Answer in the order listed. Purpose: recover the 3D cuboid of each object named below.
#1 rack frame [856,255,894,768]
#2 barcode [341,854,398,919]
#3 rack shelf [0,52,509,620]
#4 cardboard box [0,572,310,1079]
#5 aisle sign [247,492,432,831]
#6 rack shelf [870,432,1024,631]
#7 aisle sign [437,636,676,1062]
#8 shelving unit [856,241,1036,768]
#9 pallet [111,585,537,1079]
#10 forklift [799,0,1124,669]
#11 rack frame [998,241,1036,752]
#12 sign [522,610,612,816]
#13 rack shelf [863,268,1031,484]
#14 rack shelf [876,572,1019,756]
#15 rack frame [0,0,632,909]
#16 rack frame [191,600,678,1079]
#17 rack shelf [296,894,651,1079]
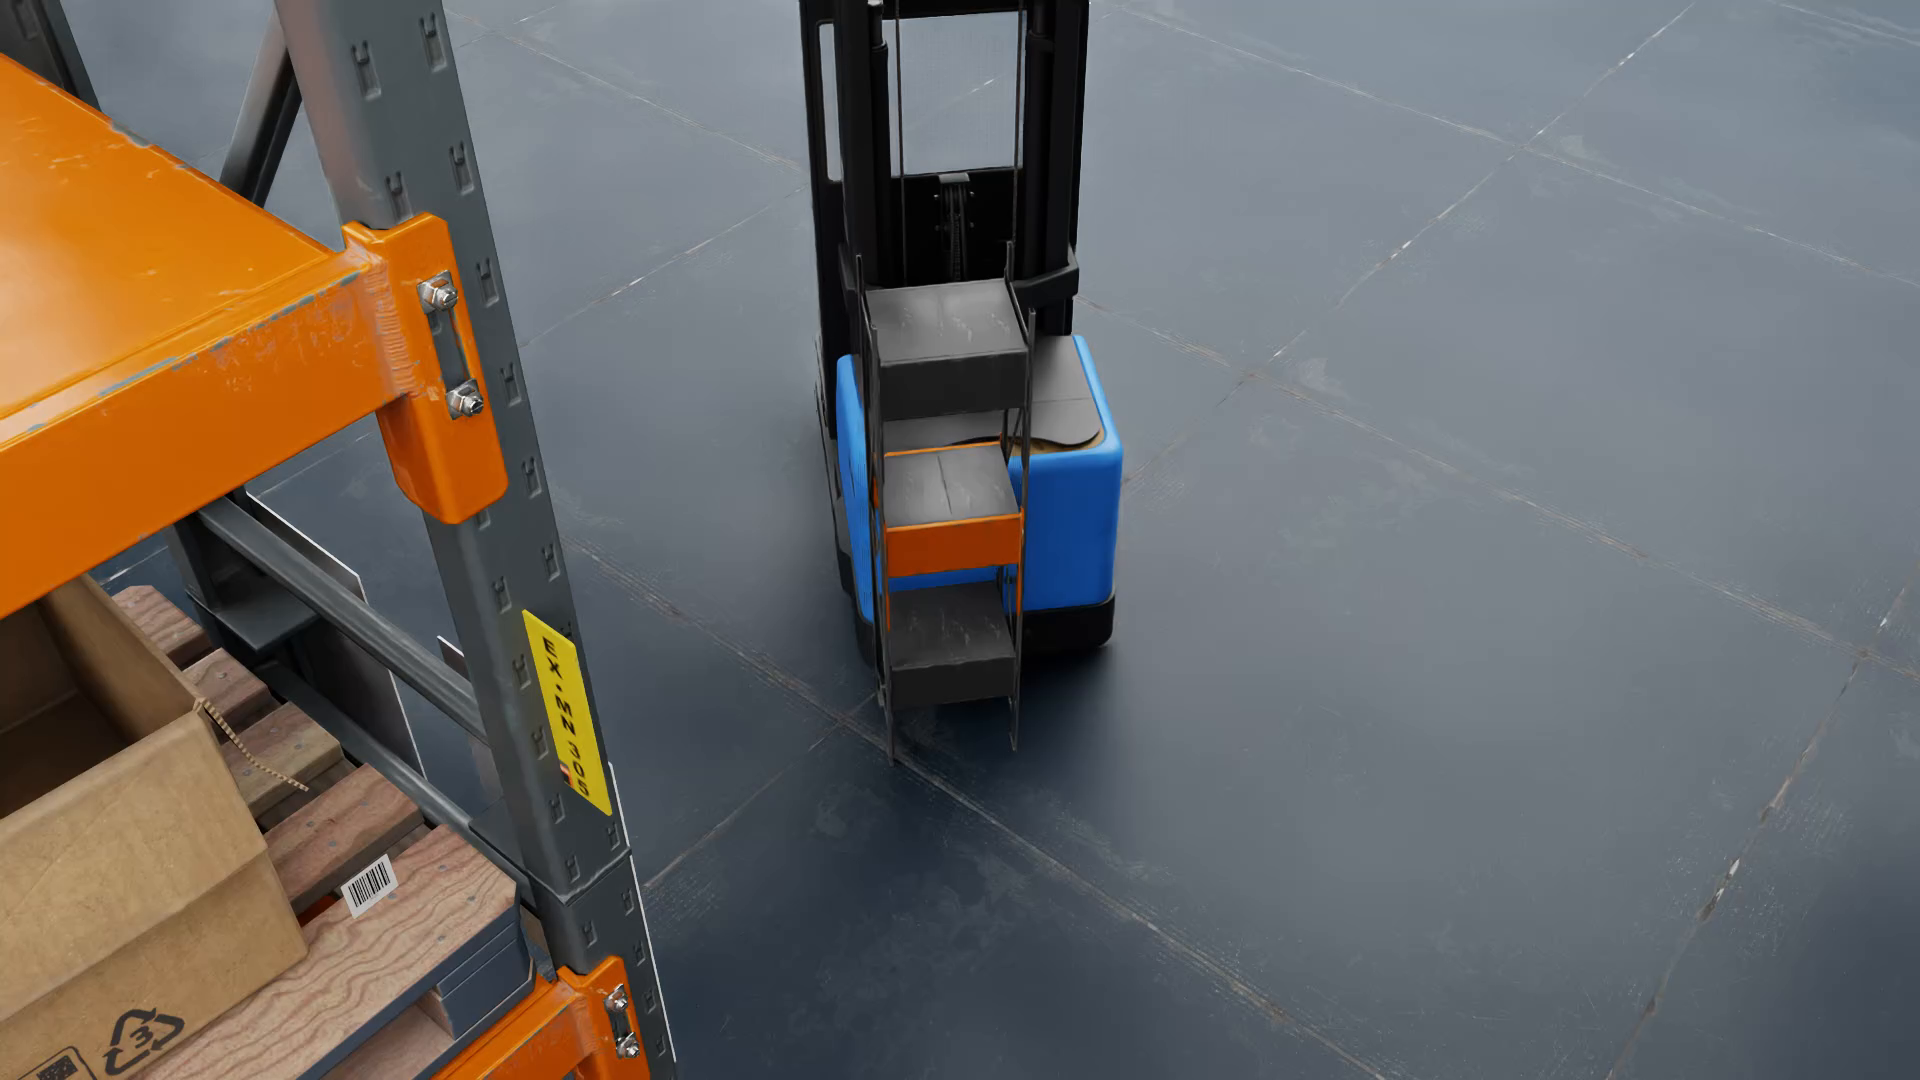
[{"bbox_3d":[-0.294,-0.012,5.876,0.015,2.100,0.400,-6,44,-7],"label":"rack frame"},{"bbox_3d":[-0.733,0.431,2.068,0.001,0.075,0.075,29,50,28],"label":"barcode"},{"bbox_3d":[-2.196,0.616,0.898,1.077,0.370,4.000,29,50,28],"label":"rack shelf"},{"bbox_3d":[-1.281,0.330,2.117,0.797,0.503,0.637,33,52,31],"label":"cardboard box"},{"bbox_3d":[-1.101,0.263,2.981,0.394,0.787,0.004,29,50,28],"label":"aisle sign"},{"bbox_3d":[-0.053,-0.029,5.916,0.480,0.518,0.431,-6,44,-7],"label":"rack shelf"},{"bbox_3d":[-0.641,0.523,2.695,0.394,0.787,0.004,29,50,28],"label":"aisle sign"},{"bbox_3d":[-0.053,-0.039,5.906,0.503,2.100,0.431,-6,44,-7],"label":"shelving unit"},{"bbox_3d":[-1.383,0.667,2.305,1.003,0.211,1.213,29,50,28],"label":"pallet"},{"bbox_3d":[-0.094,-1.554,6.963,1.130,2.935,3.031,-6,43,-6],"label":"forklift"},{"bbox_3d":[0.187,-0.067,5.936,0.015,2.100,0.400,-6,44,-7],"label":"rack frame"},{"bbox_3d":[-0.502,0.225,2.126,0.100,0.325,0.005,29,50,28],"label":"sign"},{"bbox_3d":[-0.051,-0.535,5.432,0.480,0.518,0.431,-6,44,-7],"label":"rack shelf"},{"bbox_3d":[-0.056,0.477,6.399,0.480,0.518,0.431,-6,44,-7],"label":"rack shelf"},{"bbox_3d":[-0.908,-0.828,1.654,1.000,3.000,0.127,29,50,28],"label":"rack frame"},{"bbox_3d":[-0.908,1.391,3.673,1.000,3.000,0.127,29,50,28],"label":"rack frame"},{"bbox_3d":[-2.196,1.577,1.773,1.077,0.370,4.000,29,50,28],"label":"rack shelf"}]
